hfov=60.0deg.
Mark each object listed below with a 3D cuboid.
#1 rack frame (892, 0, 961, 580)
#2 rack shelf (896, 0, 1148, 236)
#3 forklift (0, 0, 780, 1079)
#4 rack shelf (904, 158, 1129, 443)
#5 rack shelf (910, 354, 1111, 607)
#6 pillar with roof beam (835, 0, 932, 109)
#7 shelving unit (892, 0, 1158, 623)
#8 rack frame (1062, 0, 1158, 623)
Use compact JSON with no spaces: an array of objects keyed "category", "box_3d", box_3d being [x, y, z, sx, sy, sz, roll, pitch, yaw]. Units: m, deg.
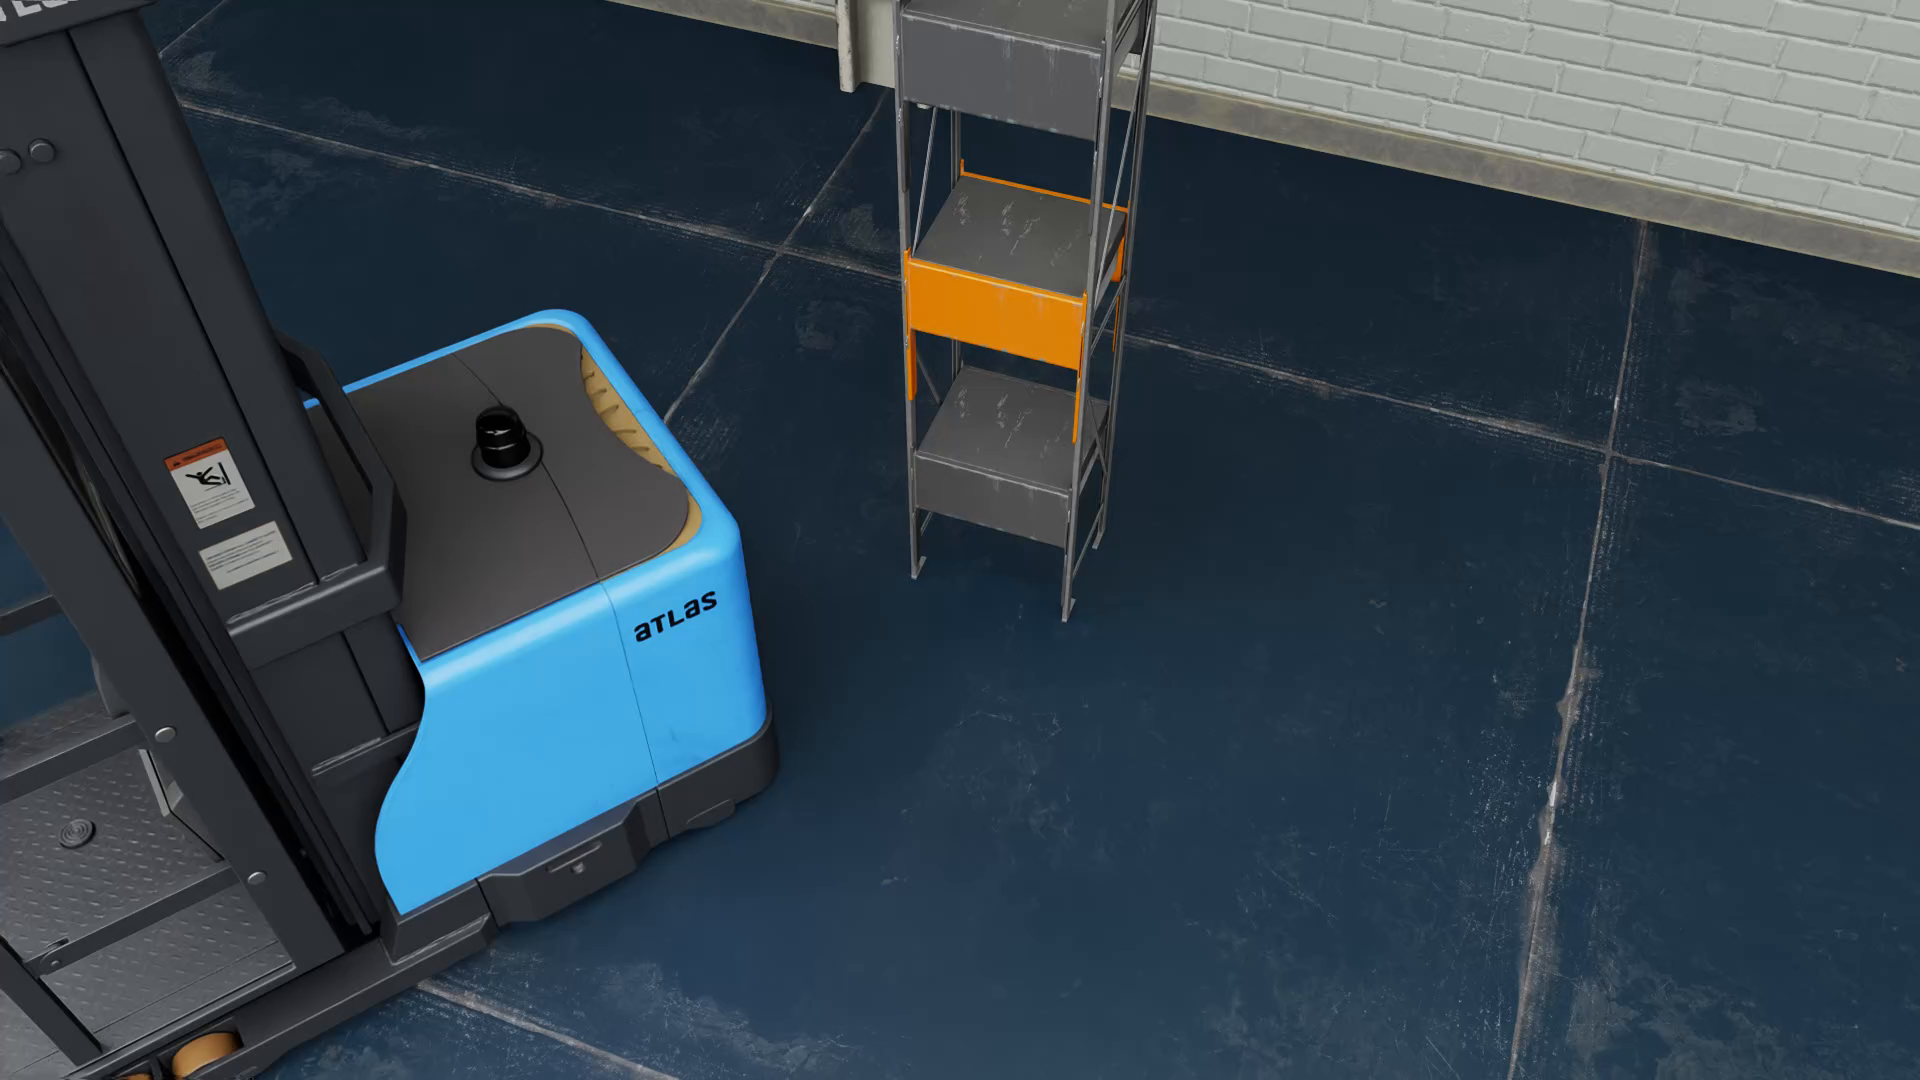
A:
[{"category":"rack frame","box_3d":[-0.074,-0.708,4.474,0.015,2.100,0.400,16,51,13]},{"category":"rack shelf","box_3d":[0.155,-1.094,3.900,0.480,0.518,0.431,16,51,13]},{"category":"forklift","box_3d":[-2.018,0.018,3.295,3.031,2.935,1.130,-26,54,-21]},{"category":"rack shelf","box_3d":[0.155,-0.635,4.429,0.480,0.518,0.431,16,51,13]},{"category":"rack shelf","box_3d":[0.155,-0.177,4.958,0.480,0.518,0.431,16,51,13]},{"category":"pillar with roof beam","box_3d":[-1.749,-1.810,0.864,0.400,9.000,9.100,16,51,13]},{"category":"shelving unit","box_3d":[0.155,-0.644,4.419,0.503,2.100,0.431,16,51,13]},{"category":"rack frame","box_3d":[0.384,-0.580,4.364,0.015,2.100,0.400,16,51,13]}]
